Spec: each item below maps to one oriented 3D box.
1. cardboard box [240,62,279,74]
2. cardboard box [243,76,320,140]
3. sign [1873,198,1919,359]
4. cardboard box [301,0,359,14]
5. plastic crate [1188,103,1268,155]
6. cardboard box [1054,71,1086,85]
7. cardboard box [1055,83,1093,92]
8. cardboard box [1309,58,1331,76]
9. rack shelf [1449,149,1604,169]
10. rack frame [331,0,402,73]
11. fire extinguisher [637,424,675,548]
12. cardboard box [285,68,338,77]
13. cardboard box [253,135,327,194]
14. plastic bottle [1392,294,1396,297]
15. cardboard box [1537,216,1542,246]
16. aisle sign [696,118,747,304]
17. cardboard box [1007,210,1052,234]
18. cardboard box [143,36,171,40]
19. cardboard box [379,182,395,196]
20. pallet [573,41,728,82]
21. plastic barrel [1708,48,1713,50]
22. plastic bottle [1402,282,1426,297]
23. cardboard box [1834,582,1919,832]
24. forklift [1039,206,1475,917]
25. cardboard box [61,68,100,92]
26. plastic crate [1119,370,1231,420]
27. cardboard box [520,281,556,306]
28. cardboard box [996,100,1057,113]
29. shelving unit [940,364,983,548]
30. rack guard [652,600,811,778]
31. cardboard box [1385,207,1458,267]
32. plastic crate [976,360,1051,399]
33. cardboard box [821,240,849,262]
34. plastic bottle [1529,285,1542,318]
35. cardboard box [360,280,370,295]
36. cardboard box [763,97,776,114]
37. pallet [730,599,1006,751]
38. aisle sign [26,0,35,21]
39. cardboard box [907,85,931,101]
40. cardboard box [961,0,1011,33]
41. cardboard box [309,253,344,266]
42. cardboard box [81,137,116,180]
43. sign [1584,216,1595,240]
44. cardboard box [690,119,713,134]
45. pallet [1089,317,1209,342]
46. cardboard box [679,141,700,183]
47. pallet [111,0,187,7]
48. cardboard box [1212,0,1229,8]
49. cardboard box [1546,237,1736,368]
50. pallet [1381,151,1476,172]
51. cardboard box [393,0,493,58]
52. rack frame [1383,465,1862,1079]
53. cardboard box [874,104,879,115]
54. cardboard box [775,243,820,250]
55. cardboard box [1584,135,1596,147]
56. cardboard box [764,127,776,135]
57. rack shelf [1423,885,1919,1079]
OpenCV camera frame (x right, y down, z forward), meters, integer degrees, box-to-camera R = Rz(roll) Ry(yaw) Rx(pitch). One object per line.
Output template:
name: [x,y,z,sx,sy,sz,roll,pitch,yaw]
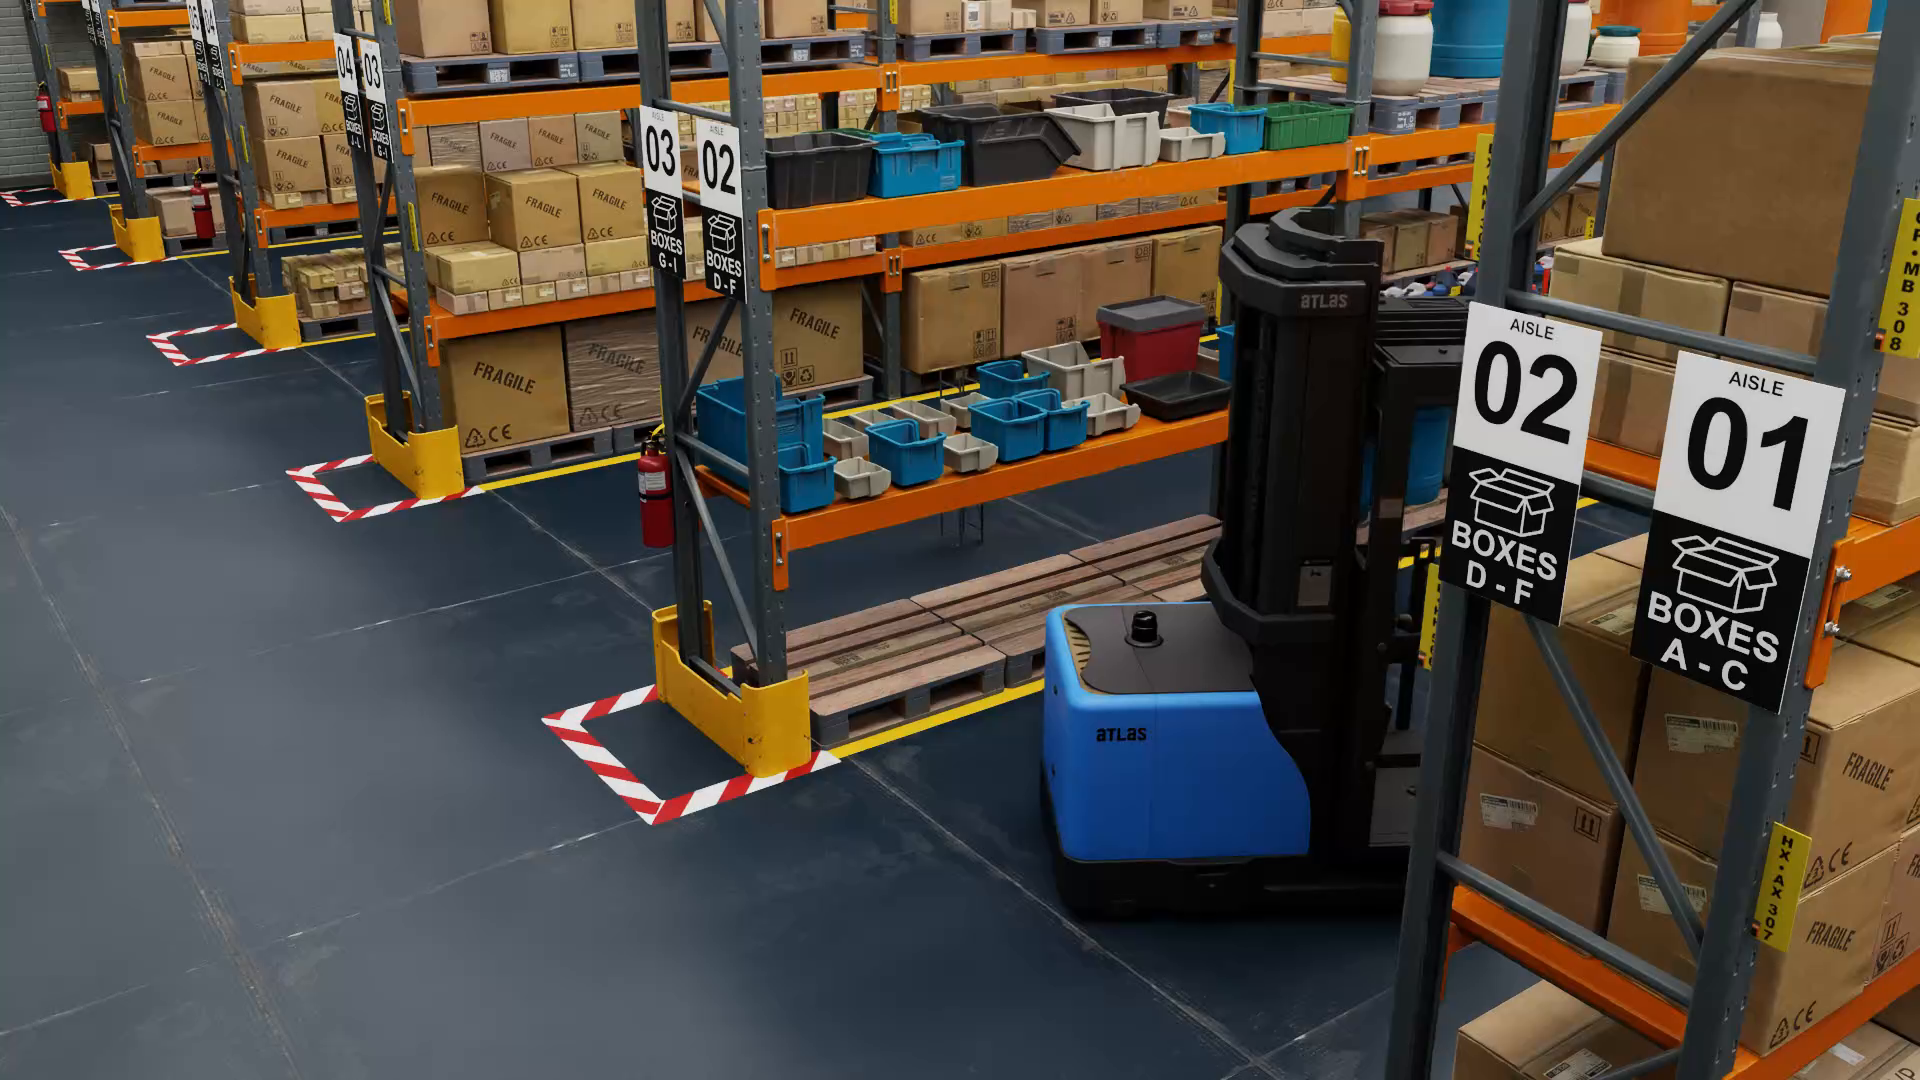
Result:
cardboard box: [-8.504,-5.633,19.981,0.500,0.500,0.500,-15,26,-33]
cardboard box: [-6.396,-4.075,15.676,0.500,0.500,0.500,-15,26,-33]
sign: [1.998,-0.549,3.499,0.005,0.325,0.100,-15,26,-33]
cardboard box: [-5.984,-5.094,15.596,0.500,0.250,0.500,-15,26,-33]
plastic crate: [1.486,-2.293,9.273,0.300,0.233,0.416,-15,26,-33]
cardboard box: [1.188,-6.078,21.096,0.500,0.500,0.700,-15,26,-33]
cardboard box: [1.327,-5.530,21.072,0.500,0.500,0.500,-15,26,-33]
cardboard box: [4.836,-6.638,23.783,0.550,0.550,0.875,-15,26,-33]
rack shelf: [7.263,-4.591,19.824,4.000,0.370,1.077,-15,26,-33]
rack frame: [-4.101,-4.681,10.985,0.127,3.000,1.000,-15,26,-33]
fire extinguisher: [-1.596,-0.299,8.707,0.183,0.674,0.296,-15,26,-33]
cardboard box: [-6.278,-4.341,16.343,0.500,0.500,0.500,-16,27,-35]
cardboard box: [-6.390,-3.607,15.853,0.500,0.500,0.500,-14,25,-30]
plastic bottle: [2.964,-1.548,11.402,0.097,0.271,0.097,0,22,0]
cardboard box: [6.448,-3.727,19.495,0.500,0.500,0.500,-7,23,-16]
aisle sign: [-1.093,-1.507,7.618,0.004,0.787,0.394,-15,26,-33]
cardboard box: [0.479,-3.048,14.854,0.500,0.500,0.500,-16,27,-34]
cardboard box: [-9.522,-5.888,19.746,0.250,0.149,0.380,-14,26,-32]
cardboard box: [-5.664,-3.522,16.514,0.250,0.149,0.380,-15,26,-33]
pallet: [-2.514,-3.676,12.633,1.213,0.211,1.003,-15,26,-33]
plastic barrel: [5.456,-3.526,12.348,0.294,0.245,0.294,0,22,0]
plastic bottle: [3.173,-1.663,11.683,0.135,0.276,0.152,-15,26,-33]
cardboard box: [2.616,0.444,4.754,0.500,0.500,0.500,-15,26,-32]
forklift: [1.923,0.081,7.238,3.031,2.935,1.130,-1,22,-3]
cardboard box: [-12.265,-6.454,23.324,0.500,0.250,0.500,-15,26,-33]
plastic crate: [1.287,-0.847,9.763,0.590,0.125,0.437,-15,26,-33]
cardboard box: [-3.205,-1.867,12.367,0.250,0.149,0.380,-16,27,-34]
cardboard box: [0.719,-3.698,15.127,0.637,0.503,0.797,-14,26,-31]
shelving unit: [0.012,-0.560,11.182,0.189,1.200,0.258,-15,26,-33]
rack guard: [-1.220,0.766,8.803,0.348,0.500,1.175,-15,26,-33]
cardboard box: [5.129,-3.409,18.671,0.500,0.500,0.700,-17,28,-37]
plastic crate: [0.309,-0.876,9.690,0.300,0.233,0.416,-15,26,-33]
cardboard box: [-1.119,-2.423,13.761,0.250,0.149,0.380,-14,26,-32]
plastic bottle: [3.867,-1.559,11.323,0.185,0.351,0.144,-15,26,-33]
cardboard box: [-5.938,-2.576,16.683,0.250,0.149,0.380,-15,26,-32]
cardboard box: [-2.236,-4.802,18.352,0.250,0.149,0.380,-15,26,-33]
pallet: [-0.516,0.724,9.298,1.213,0.211,1.003,-15,26,-33]
aisle sign: [-12.674,-7.473,22.568,0.004,0.787,0.394,-15,26,-33]
cardboard box: [-0.552,-5.251,19.478,0.250,0.149,0.380,-16,27,-35]
cardboard box: [0.089,-4.518,14.177,0.500,0.311,0.500,-16,27,-35]
cardboard box: [-6.396,-2.784,16.803,0.250,0.149,0.380,-14,26,-32]
cardboard box: [-12.239,-5.508,23.954,0.637,0.503,0.797,-16,27,-35]
sign: [4.959,-2.376,13.083,0.005,0.325,0.100,-15,26,-33]
cardboard box: [-2.871,-4.495,17.983,0.250,0.149,0.380,-16,27,-34]
pallet: [1.709,-2.183,16.582,1.213,0.211,1.003,-15,26,-33]
cardboard box: [-2.216,-2.932,13.486,0.500,0.500,0.500,-16,27,-34]
pallet: [-9.293,-6.392,19.439,1.213,0.211,1.003,-15,26,-33]
cardboard box: [2.634,-5.477,16.217,0.500,0.500,0.500,-14,26,-31]
cardboard box: [1.950,-0.657,4.476,0.500,0.250,0.500,-15,26,-33]
pallet: [4.935,-4.281,18.337,1.213,0.211,1.003,-15,26,-33]
cardboard box: [-3.710,-3.704,11.749,0.500,0.500,0.700,-17,27,-36]
rack frame: [1.681,1.087,4.626,0.127,3.000,1.000,-15,26,-33]
cardboard box: [-0.985,-4.997,19.242,0.250,0.149,0.380,-14,26,-32]
cardboard box: [-1.478,-2.542,13.519,0.500,0.250,0.500,-14,26,-31]
cardboard box: [7.200,-4.660,19.366,0.250,0.149,0.380,-15,26,-33]
cardboard box: [-2.243,-4.524,18.458,0.250,0.149,0.380,-16,27,-35]
rack shelf: [3.305,0.988,5.844,4.000,0.370,1.077,-15,26,-33]
